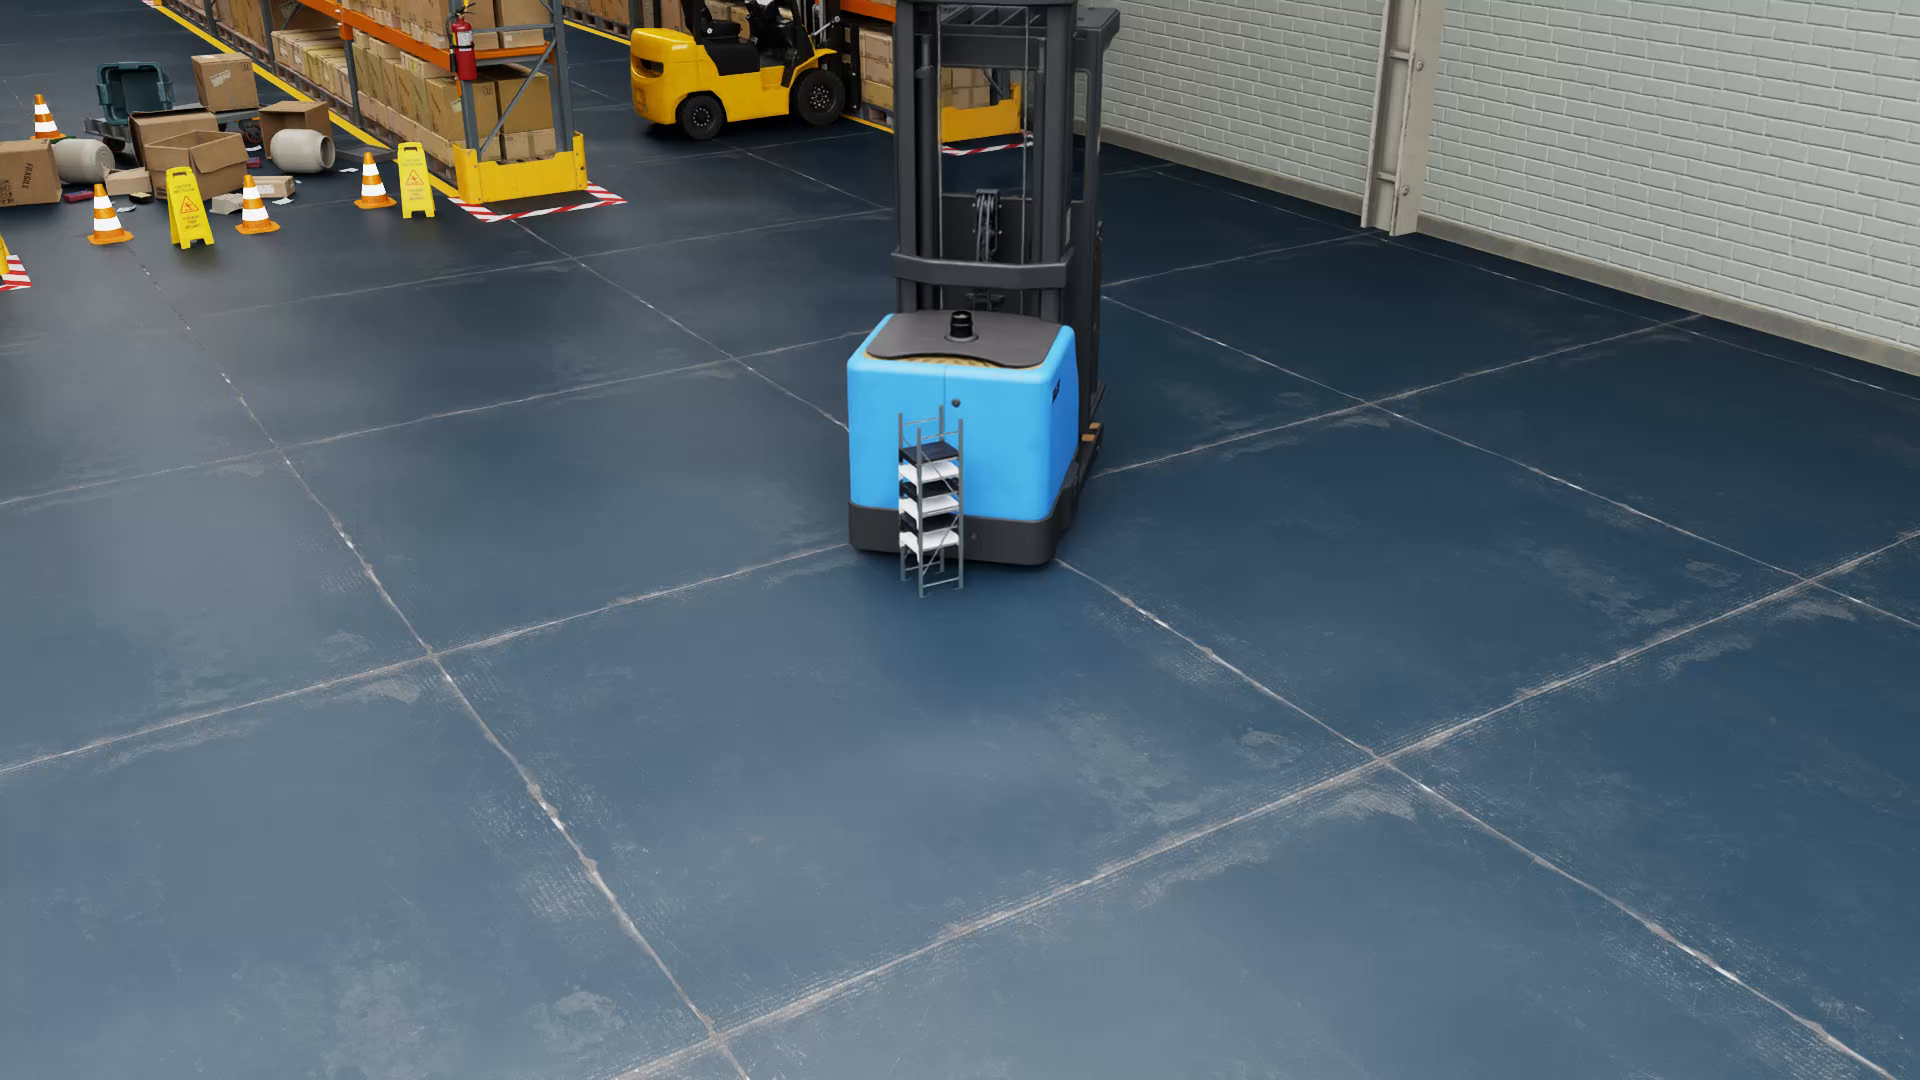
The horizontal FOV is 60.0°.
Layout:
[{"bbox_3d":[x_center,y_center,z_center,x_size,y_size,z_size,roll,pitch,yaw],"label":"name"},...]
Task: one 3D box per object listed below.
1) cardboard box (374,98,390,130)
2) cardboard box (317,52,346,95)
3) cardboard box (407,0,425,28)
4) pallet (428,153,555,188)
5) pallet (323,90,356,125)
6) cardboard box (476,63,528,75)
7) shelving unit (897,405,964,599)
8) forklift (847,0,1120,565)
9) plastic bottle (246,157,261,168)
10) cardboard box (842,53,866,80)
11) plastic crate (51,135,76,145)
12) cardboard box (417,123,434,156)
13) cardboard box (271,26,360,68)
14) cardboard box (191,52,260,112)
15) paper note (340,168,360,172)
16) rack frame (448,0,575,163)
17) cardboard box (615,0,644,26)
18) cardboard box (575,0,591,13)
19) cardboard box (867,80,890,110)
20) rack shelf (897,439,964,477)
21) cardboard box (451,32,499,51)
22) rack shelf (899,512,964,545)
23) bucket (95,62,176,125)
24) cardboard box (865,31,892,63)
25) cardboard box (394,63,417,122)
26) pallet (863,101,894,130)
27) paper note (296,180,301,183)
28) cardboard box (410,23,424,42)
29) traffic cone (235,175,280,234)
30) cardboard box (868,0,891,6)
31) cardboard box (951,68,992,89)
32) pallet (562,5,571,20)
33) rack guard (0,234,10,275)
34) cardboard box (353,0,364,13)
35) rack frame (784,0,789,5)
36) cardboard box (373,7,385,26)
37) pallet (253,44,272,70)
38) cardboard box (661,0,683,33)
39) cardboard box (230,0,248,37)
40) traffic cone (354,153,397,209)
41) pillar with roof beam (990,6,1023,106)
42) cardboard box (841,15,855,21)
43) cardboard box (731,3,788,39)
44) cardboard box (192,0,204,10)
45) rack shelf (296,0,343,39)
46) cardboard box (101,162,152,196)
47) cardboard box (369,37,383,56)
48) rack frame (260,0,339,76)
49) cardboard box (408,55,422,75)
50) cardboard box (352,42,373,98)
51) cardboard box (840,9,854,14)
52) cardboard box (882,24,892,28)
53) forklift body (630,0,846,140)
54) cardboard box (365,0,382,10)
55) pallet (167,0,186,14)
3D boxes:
[{"bbox_3d":[-5.852,-4.516,17.531,0.500,0.250,0.500,-14,29,-27],"label":"cardboard box"},{"bbox_3d":[-6.932,-5.476,19.423,0.950,0.372,0.625,-14,28,-26],"label":"cardboard box"},{"bbox_3d":[-4.861,-5.090,15.554,0.500,0.500,0.500,-15,29,-29],"label":"cardboard box"},{"bbox_3d":[-4.520,-3.666,16.268,1.003,0.211,1.213,-16,29,-30],"label":"pallet"},{"bbox_3d":[-6.675,-5.048,19.197,1.003,0.211,1.213,-16,29,-30],"label":"pallet"},{"bbox_3d":[-4.576,-4.434,16.478,0.500,0.500,0.500,-17,30,-31],"label":"cardboard box"},{"bbox_3d":[-0.141,-0.182,8.081,0.258,0.900,0.210,-13,28,-25],"label":"shelving unit"},{"bbox_3d":[0.244,-1.804,9.138,1.130,2.935,3.031,5,26,11],"label":"forklift"},{"bbox_3d":[-7.115,-3.804,16.736,0.133,0.061,0.283,-10,27,-21],"label":"plastic bottle"},{"bbox_3d":[-1.000,-5.394,18.806,0.500,0.250,0.500,-16,30,-31],"label":"cardboard box"},{"bbox_3d":[-9.148,-3.839,16.595,0.450,0.188,0.662,-10,25,2],"label":"plastic crate"},{"bbox_3d":[-5.008,-3.961,16.355,0.500,0.250,0.500,-15,29,-29],"label":"cardboard box"},{"bbox_3d":[-8.132,-6.259,21.081,0.950,0.372,0.625,-18,31,-33],"label":"cardboard box"},{"bbox_3d":[-7.723,-4.818,17.483,0.500,0.500,0.500,-16,29,-30],"label":"cardboard box"},{"bbox_3d":[-6.058,-3.677,16.503,0.148,0.019,0.142,18,31,33],"label":"paper note"},{"bbox_3d":[-4.065,-4.601,14.982,1.000,3.000,0.127,-16,29,-30],"label":"rack frame"},{"bbox_3d":[-4.686,-7.781,24.155,0.500,0.500,0.500,-15,29,-28],"label":"cardboard box"},{"bbox_3d":[-5.538,-8.330,25.318,0.500,0.500,0.500,-17,30,-31],"label":"cardboard box"},{"bbox_3d":[-0.693,-4.980,18.514,0.500,0.250,0.500,-16,29,-30],"label":"cardboard box"},{"bbox_3d":[-0.141,-0.396,7.980,0.258,0.077,0.200,-13,28,-25],"label":"rack shelf"},{"bbox_3d":[-4.448,-4.571,15.213,0.380,0.149,0.250,-14,29,-28],"label":"cardboard box"},{"bbox_3d":[-0.141,-0.071,8.134,0.258,0.077,0.200,-13,28,-25],"label":"rack shelf"},{"bbox_3d":[-8.335,-4.537,16.902,0.726,0.611,0.620,-6,16,-12],"label":"bucket"},{"bbox_3d":[-0.704,-5.431,18.298,0.500,0.250,0.500,-15,29,-29],"label":"cardboard box"},{"bbox_3d":[-5.278,-4.480,16.577,0.500,0.500,0.500,-16,30,-31],"label":"cardboard box"},{"bbox_3d":[-0.361,-4.762,18.589,1.003,0.211,1.213,-16,29,-30],"label":"pallet"},{"bbox_3d":[-6.400,-3.465,16.079,0.032,0.001,0.123,-16,29,-30],"label":"paper note"},{"bbox_3d":[-4.967,-4.817,15.735,0.380,0.149,0.250,-15,29,-29],"label":"cardboard box"},{"bbox_3d":[-6.125,-2.926,14.407,0.336,0.463,0.334,-16,29,-30],"label":"traffic cone"},{"bbox_3d":[-0.672,-6.106,18.055,0.500,0.500,0.500,-15,29,-28],"label":"cardboard box"},{"bbox_3d":[0.009,-5.148,18.284,0.500,0.250,0.500,-15,29,-29],"label":"cardboard box"},{"bbox_3d":[-5.983,-8.508,26.525,1.003,0.211,1.213,-16,29,-30],"label":"pallet"},{"bbox_3d":[-8.144,-2.272,12.977,1.175,0.500,0.348,-16,29,-30],"label":"rack guard"},{"bbox_3d":[-6.164,-5.652,17.503,0.380,0.149,0.250,-15,29,-28],"label":"cardboard box"},{"bbox_3d":[-2.092,-7.189,20.466,1.000,3.000,0.127,-16,29,-30],"label":"rack frame"},{"bbox_3d":[-5.655,-5.271,16.695,0.380,0.149,0.250,-15,29,-29],"label":"cardboard box"},{"bbox_3d":[-8.799,-6.501,22.273,1.003,0.211,1.213,-16,29,-30],"label":"pallet"},{"bbox_3d":[-3.583,-7.278,22.943,0.875,0.625,0.625,-14,29,-28],"label":"cardboard box"},{"bbox_3d":[-9.710,-7.597,23.327,0.875,0.875,0.875,-15,29,-28],"label":"cardboard box"},{"bbox_3d":[-5.380,-3.307,15.212,0.336,0.463,0.334,-16,29,-30],"label":"traffic cone"},{"bbox_3d":[-3.140,-7.927,15.002,9.100,9.000,0.400,-16,29,-30],"label":"pillar with roof beam"},{"bbox_3d":[-1.538,-5.981,19.464,0.500,0.250,0.500,-14,29,-28],"label":"cardboard box"},{"bbox_3d":[-2.386,-6.489,21.273,0.875,0.625,0.625,-14,29,-27],"label":"cardboard box"},{"bbox_3d":[-11.358,-8.494,25.738,0.875,0.438,0.875,-17,30,-31],"label":"cardboard box"},{"bbox_3d":[-7.340,-6.421,19.681,1.077,0.370,4.000,-16,29,-30],"label":"rack shelf"},{"bbox_3d":[-7.859,-3.420,15.683,0.396,0.266,0.258,-10,27,-21],"label":"cardboard box"},{"bbox_3d":[-5.852,-5.094,17.118,0.380,0.149,0.250,-14,29,-28],"label":"cardboard box"},{"bbox_3d":[-8.432,-7.462,21.043,1.000,3.000,0.127,-16,29,-30],"label":"rack frame"},{"bbox_3d":[-5.112,-4.612,16.096,0.380,0.149,0.250,-15,29,-29],"label":"cardboard box"},{"bbox_3d":[-6.152,-5.043,17.769,0.500,0.500,0.500,-14,29,-27],"label":"cardboard box"},{"bbox_3d":[-1.372,-6.279,20.096,0.500,0.250,0.500,-16,30,-30],"label":"cardboard box"},{"bbox_3d":[-0.552,-5.733,18.937,0.500,0.250,0.500,-16,30,-30],"label":"cardboard box"},{"bbox_3d":[-2.472,-5.628,18.152,2.313,2.155,1.214,-16,29,-30],"label":"forklift body"},{"bbox_3d":[-5.685,-5.632,16.701,0.500,0.500,0.500,-16,30,-30],"label":"cardboard box"},{"bbox_3d":[-12.297,-8.795,27.133,1.003,0.211,1.213,-16,29,-30],"label":"pallet"}]
